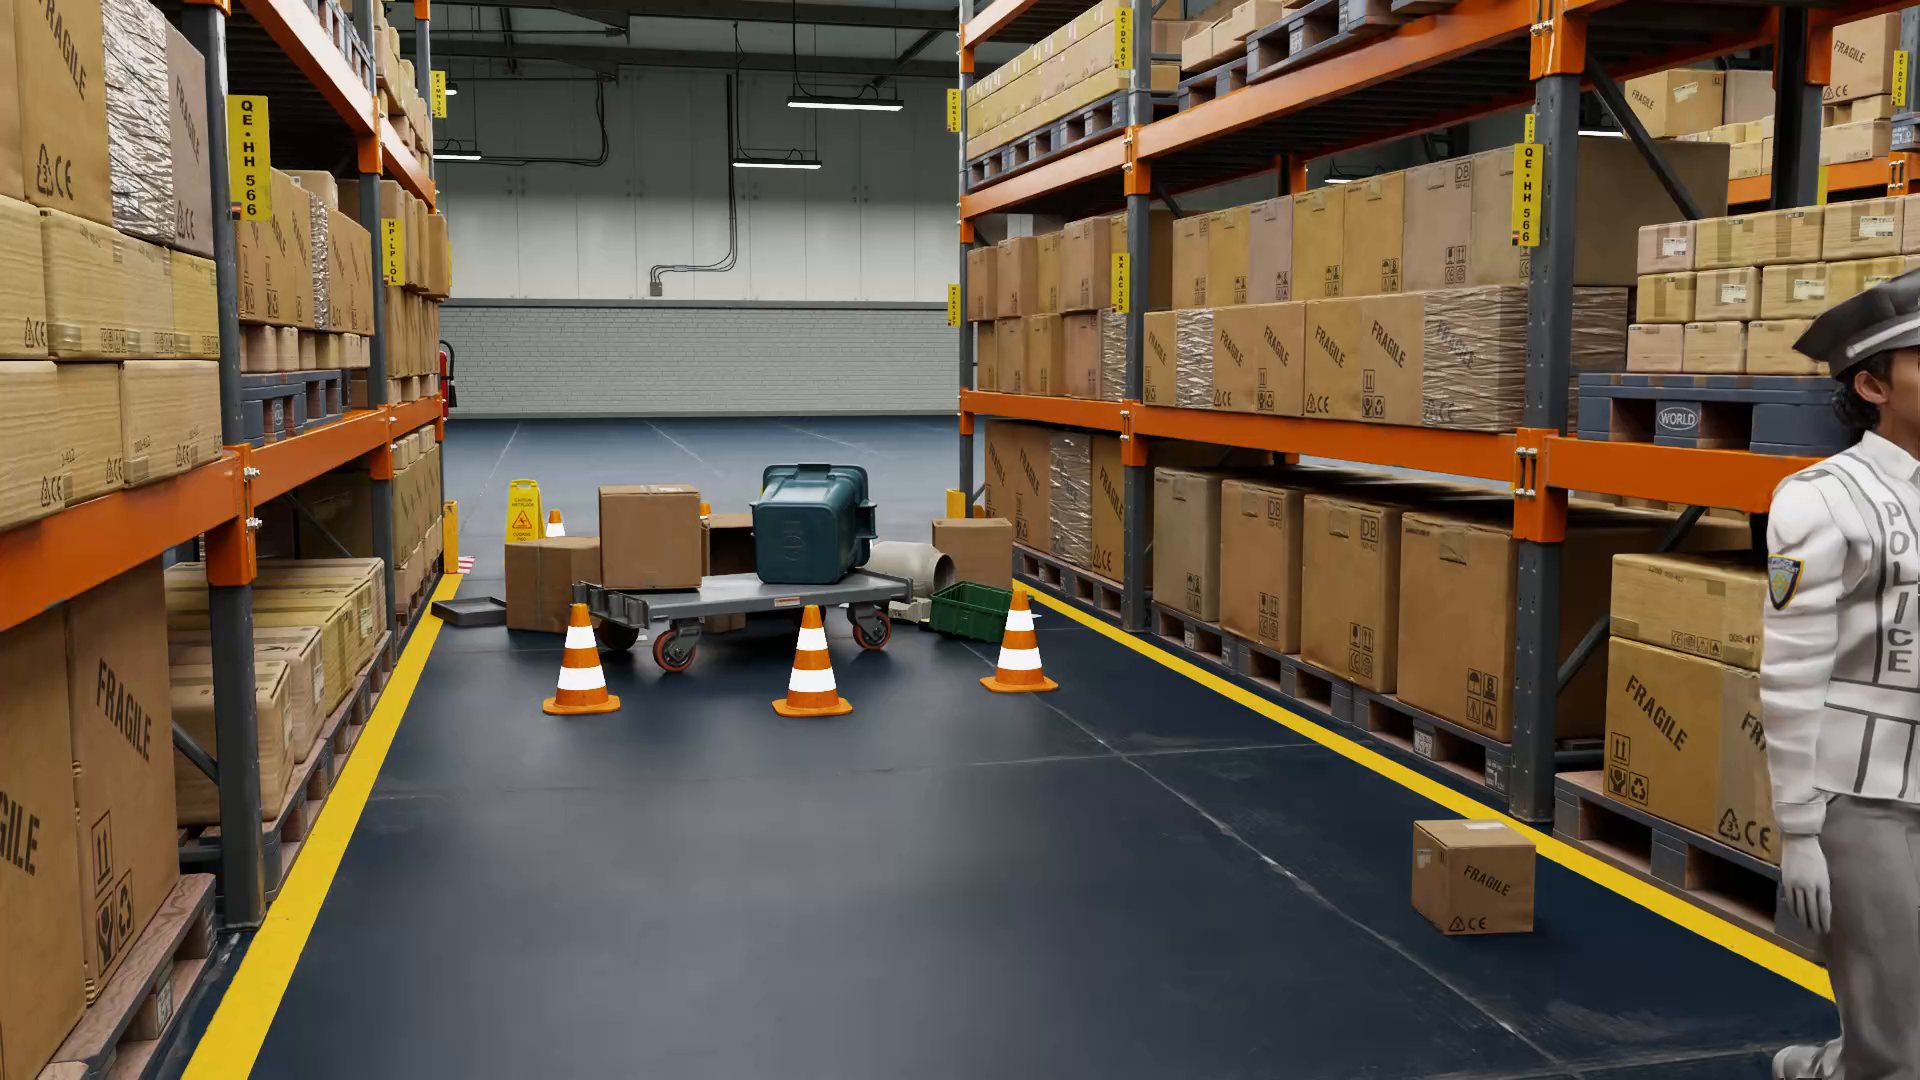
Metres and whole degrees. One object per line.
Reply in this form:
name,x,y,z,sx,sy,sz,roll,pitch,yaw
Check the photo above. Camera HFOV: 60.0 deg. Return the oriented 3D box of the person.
person,1.472,0.408,2.637,0.485,1.675,0.582,-1,6,-11
